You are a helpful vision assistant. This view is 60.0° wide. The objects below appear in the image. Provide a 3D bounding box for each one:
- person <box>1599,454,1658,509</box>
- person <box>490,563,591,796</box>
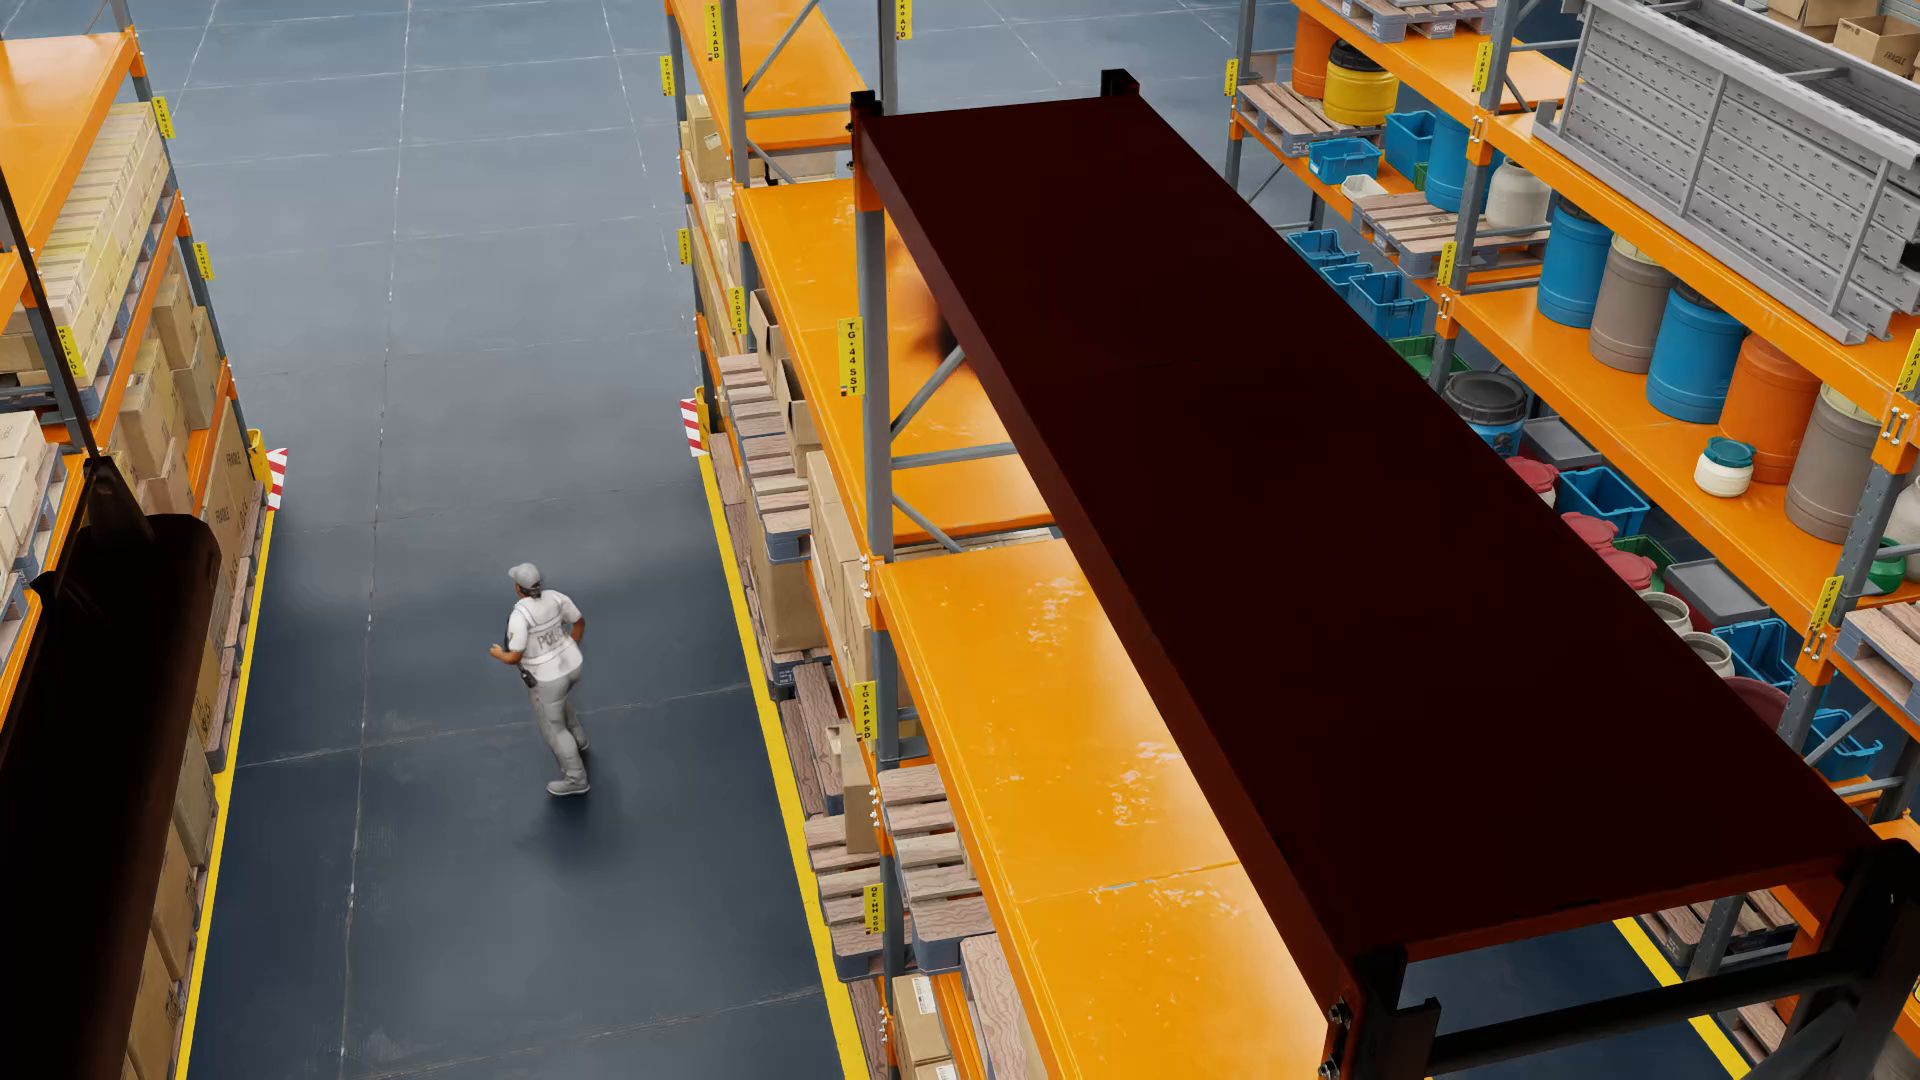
[{"bbox_3d":[5.788,-0.983,14.062,0.660,1.676,0.752,-22,40,-28],"label":"person"},{"bbox_3d":[-2.836,0.922,11.386,0.766,1.610,0.672,14,37,20],"label":"person"}]
